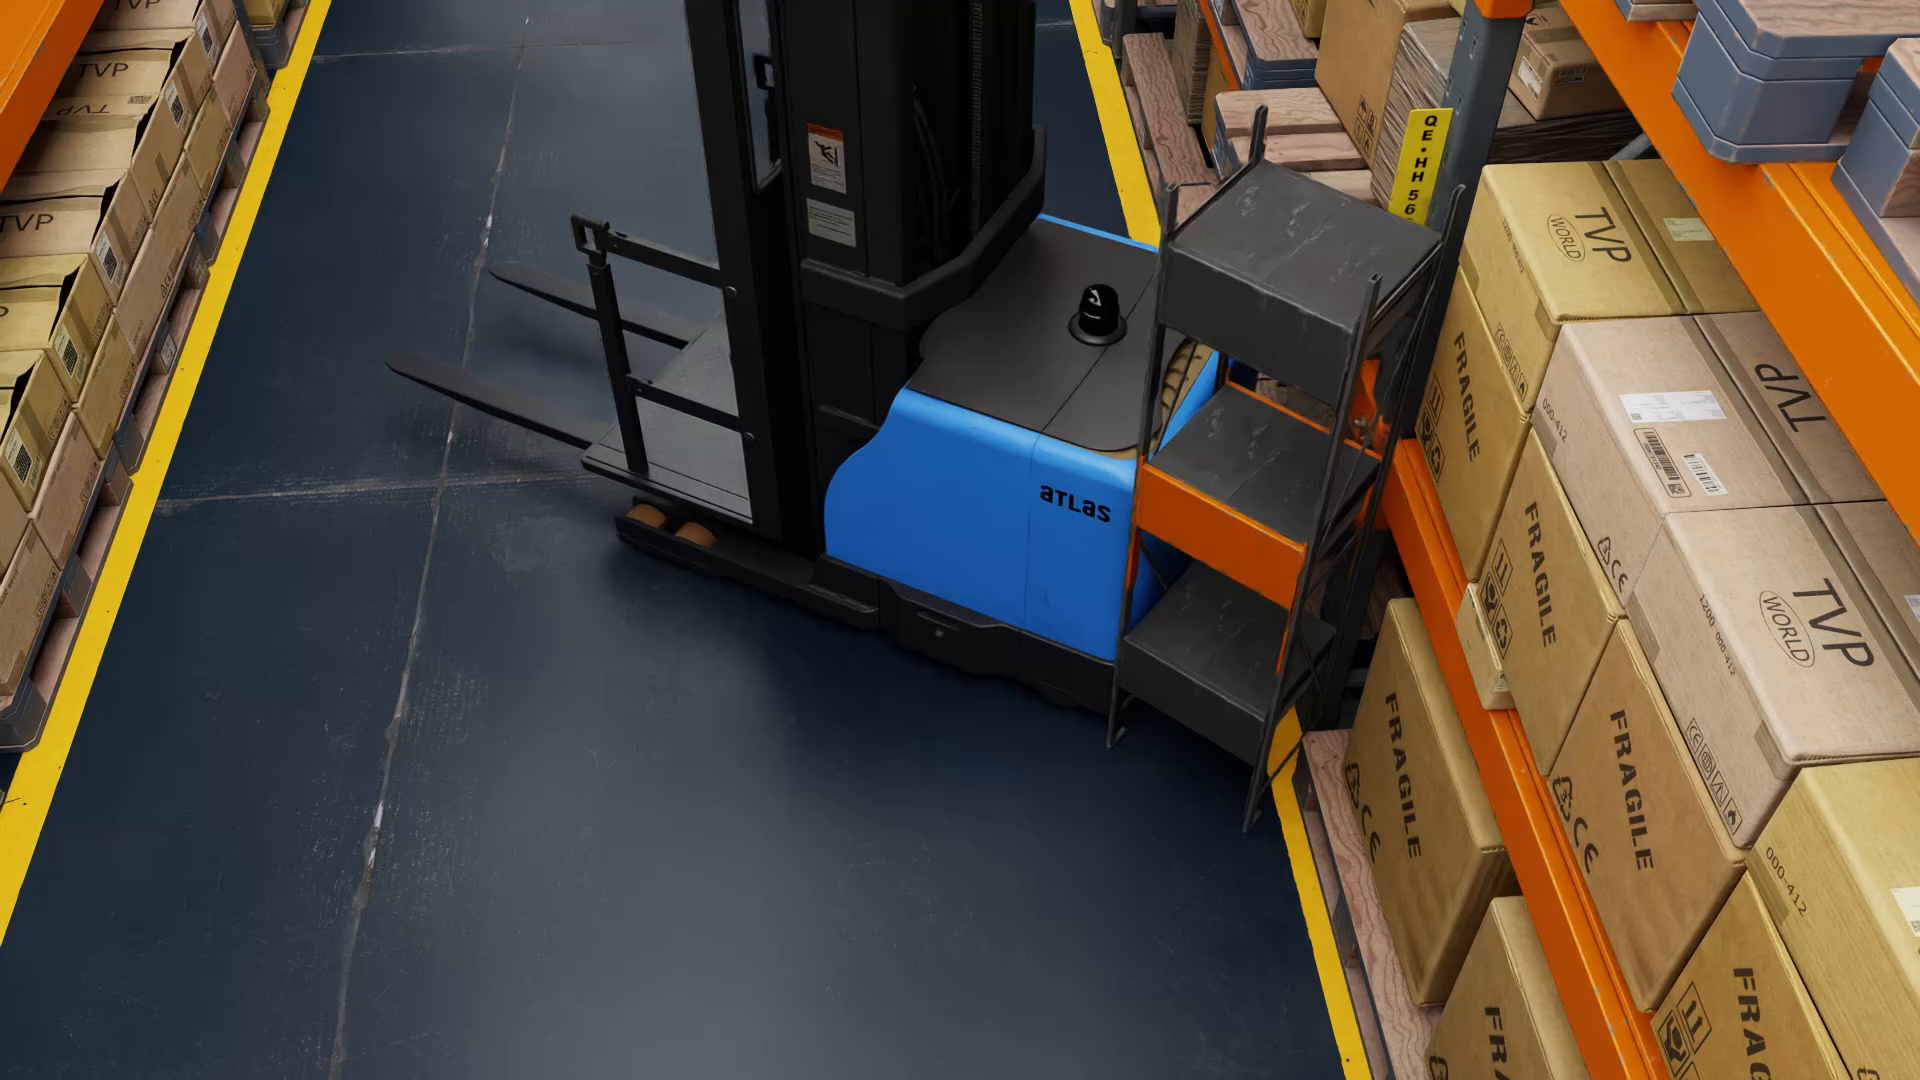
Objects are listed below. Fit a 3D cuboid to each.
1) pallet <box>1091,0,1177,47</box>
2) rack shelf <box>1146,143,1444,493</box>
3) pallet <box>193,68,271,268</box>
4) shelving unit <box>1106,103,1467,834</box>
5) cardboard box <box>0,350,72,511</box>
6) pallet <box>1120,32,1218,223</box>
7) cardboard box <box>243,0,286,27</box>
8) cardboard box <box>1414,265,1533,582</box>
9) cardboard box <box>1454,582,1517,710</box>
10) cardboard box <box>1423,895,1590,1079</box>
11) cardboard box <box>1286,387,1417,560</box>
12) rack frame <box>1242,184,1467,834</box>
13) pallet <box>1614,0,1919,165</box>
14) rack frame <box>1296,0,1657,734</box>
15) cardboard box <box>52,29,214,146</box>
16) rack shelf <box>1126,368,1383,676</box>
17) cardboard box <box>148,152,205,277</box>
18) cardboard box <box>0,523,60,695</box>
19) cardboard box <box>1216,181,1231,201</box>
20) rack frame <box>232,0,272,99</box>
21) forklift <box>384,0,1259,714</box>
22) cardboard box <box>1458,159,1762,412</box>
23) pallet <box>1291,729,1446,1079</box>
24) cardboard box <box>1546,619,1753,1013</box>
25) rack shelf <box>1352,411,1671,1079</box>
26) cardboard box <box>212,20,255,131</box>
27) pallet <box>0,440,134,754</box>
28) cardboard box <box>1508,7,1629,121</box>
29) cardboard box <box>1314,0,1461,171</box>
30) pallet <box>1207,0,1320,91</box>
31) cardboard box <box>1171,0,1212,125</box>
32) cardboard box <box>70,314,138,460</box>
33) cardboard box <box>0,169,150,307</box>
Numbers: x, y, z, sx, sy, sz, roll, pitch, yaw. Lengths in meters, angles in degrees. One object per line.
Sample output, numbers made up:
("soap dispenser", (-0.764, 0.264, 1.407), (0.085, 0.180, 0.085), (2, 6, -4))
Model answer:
("pallet", (1.139, -2.908, 8.359), (1.003, 0.211, 1.213), (-3, 47, -3))
("rack shelf", (0.760, -0.510, 3.813), (0.480, 0.518, 0.431), (30, 56, 24))
("pallet", (-3.605, -1.590, 7.110), (1.003, 0.211, 1.213), (-3, 47, -3))
("shelving unit", (0.764, -0.057, 4.329), (0.503, 2.100, 0.431), (30, 56, 24))
("cardboard box", (-3.174, -0.353, 5.237), (0.500, 0.311, 0.500), (-5, 47, -4))
("pallet", (1.297, -1.861, 7.367), (1.003, 0.211, 1.213), (-3, 47, -3))
("cardboard box", (-3.442, -2.632, 7.782), (0.500, 0.250, 0.500), (-3, 47, -3))
("cardboard box", (1.351, -0.266, 3.648), (0.500, 0.500, 0.500), (-2, 47, -2))
("cardboard box", (1.312, 0.223, 3.632), (0.380, 0.149, 0.250), (-2, 47, -2))
("cardboard box", (1.563, 1.280, 3.663), (0.750, 0.750, 0.750), (-4, 47, -3))
("cardboard box", (1.453, -0.299, 5.386), (0.700, 0.500, 0.500), (-3, 47, -3))
("rack frame", (0.956, 0.055, 4.228), (0.015, 2.100, 0.400), (30, 56, 24))
("pallet", (1.672, -0.993, 2.689), (1.213, 0.211, 1.003), (-2, 47, -1))
("rack frame", (1.565, -0.489, 4.147), (1.000, 3.000, 0.127), (-3, 47, -3))
("cardboard box", (-3.336, -1.820, 6.626), (0.500, 0.311, 0.500), (-2, 47, -2))
("rack shelf", (0.764, -0.048, 4.339), (0.480, 0.518, 0.431), (30, 56, 24))
("cardboard box", (-3.298, -1.260, 6.482), (0.500, 0.250, 0.500), (-3, 47, -2))
("cardboard box", (-3.122, 0.219, 5.081), (0.500, 0.250, 0.500), (-4, 47, -3))
("cardboard box", (1.404, -1.401, 6.430), (0.700, 0.500, 0.500), (-3, 47, -3))
("rack frame", (-3.706, -3.079, 6.601), (1.000, 3.000, 0.127), (-3, 47, -3))
("forklift", (-0.598, -1.227, 4.893), (3.031, 2.935, 1.130), (20, 50, 18))
("cardboard box", (1.349, -0.526, 3.378), (0.500, 0.250, 0.500), (-2, 47, -2))
("pallet", (1.556, 1.045, 4.615), (1.003, 0.211, 1.213), (-3, 47, -3))
("cardboard box", (1.426, 0.473, 2.949), (0.500, 0.500, 0.500), (-4, 47, -3))
("rack shelf", (1.733, 1.205, 3.038), (1.077, 0.370, 4.000), (-3, 47, -3))
("cardboard box", (-3.382, -1.996, 7.179), (0.500, 0.250, 0.500), (-4, 47, -4))
("pallet", (-3.401, 0.175, 5.438), (1.003, 0.211, 1.213), (-3, 47, -3))
("cardboard box", (1.506, -1.146, 3.950), (0.380, 0.149, 0.250), (-9, 47, -8))
("cardboard box", (1.442, -1.417, 4.654), (0.700, 0.500, 0.500), (-7, 47, -7))
("pallet", (1.359, -1.853, 5.571), (1.003, 0.211, 1.213), (-3, 47, -3))
("cardboard box", (1.308, -2.143, 7.133), (0.700, 0.500, 0.500), (-2, 47, -2))
("cardboard box", (-3.215, -0.520, 5.782), (0.500, 0.250, 0.500), (-5, 47, -4))
("cardboard box", (-3.258, -1.095, 5.939), (0.500, 0.311, 0.500), (-4, 47, -4))
